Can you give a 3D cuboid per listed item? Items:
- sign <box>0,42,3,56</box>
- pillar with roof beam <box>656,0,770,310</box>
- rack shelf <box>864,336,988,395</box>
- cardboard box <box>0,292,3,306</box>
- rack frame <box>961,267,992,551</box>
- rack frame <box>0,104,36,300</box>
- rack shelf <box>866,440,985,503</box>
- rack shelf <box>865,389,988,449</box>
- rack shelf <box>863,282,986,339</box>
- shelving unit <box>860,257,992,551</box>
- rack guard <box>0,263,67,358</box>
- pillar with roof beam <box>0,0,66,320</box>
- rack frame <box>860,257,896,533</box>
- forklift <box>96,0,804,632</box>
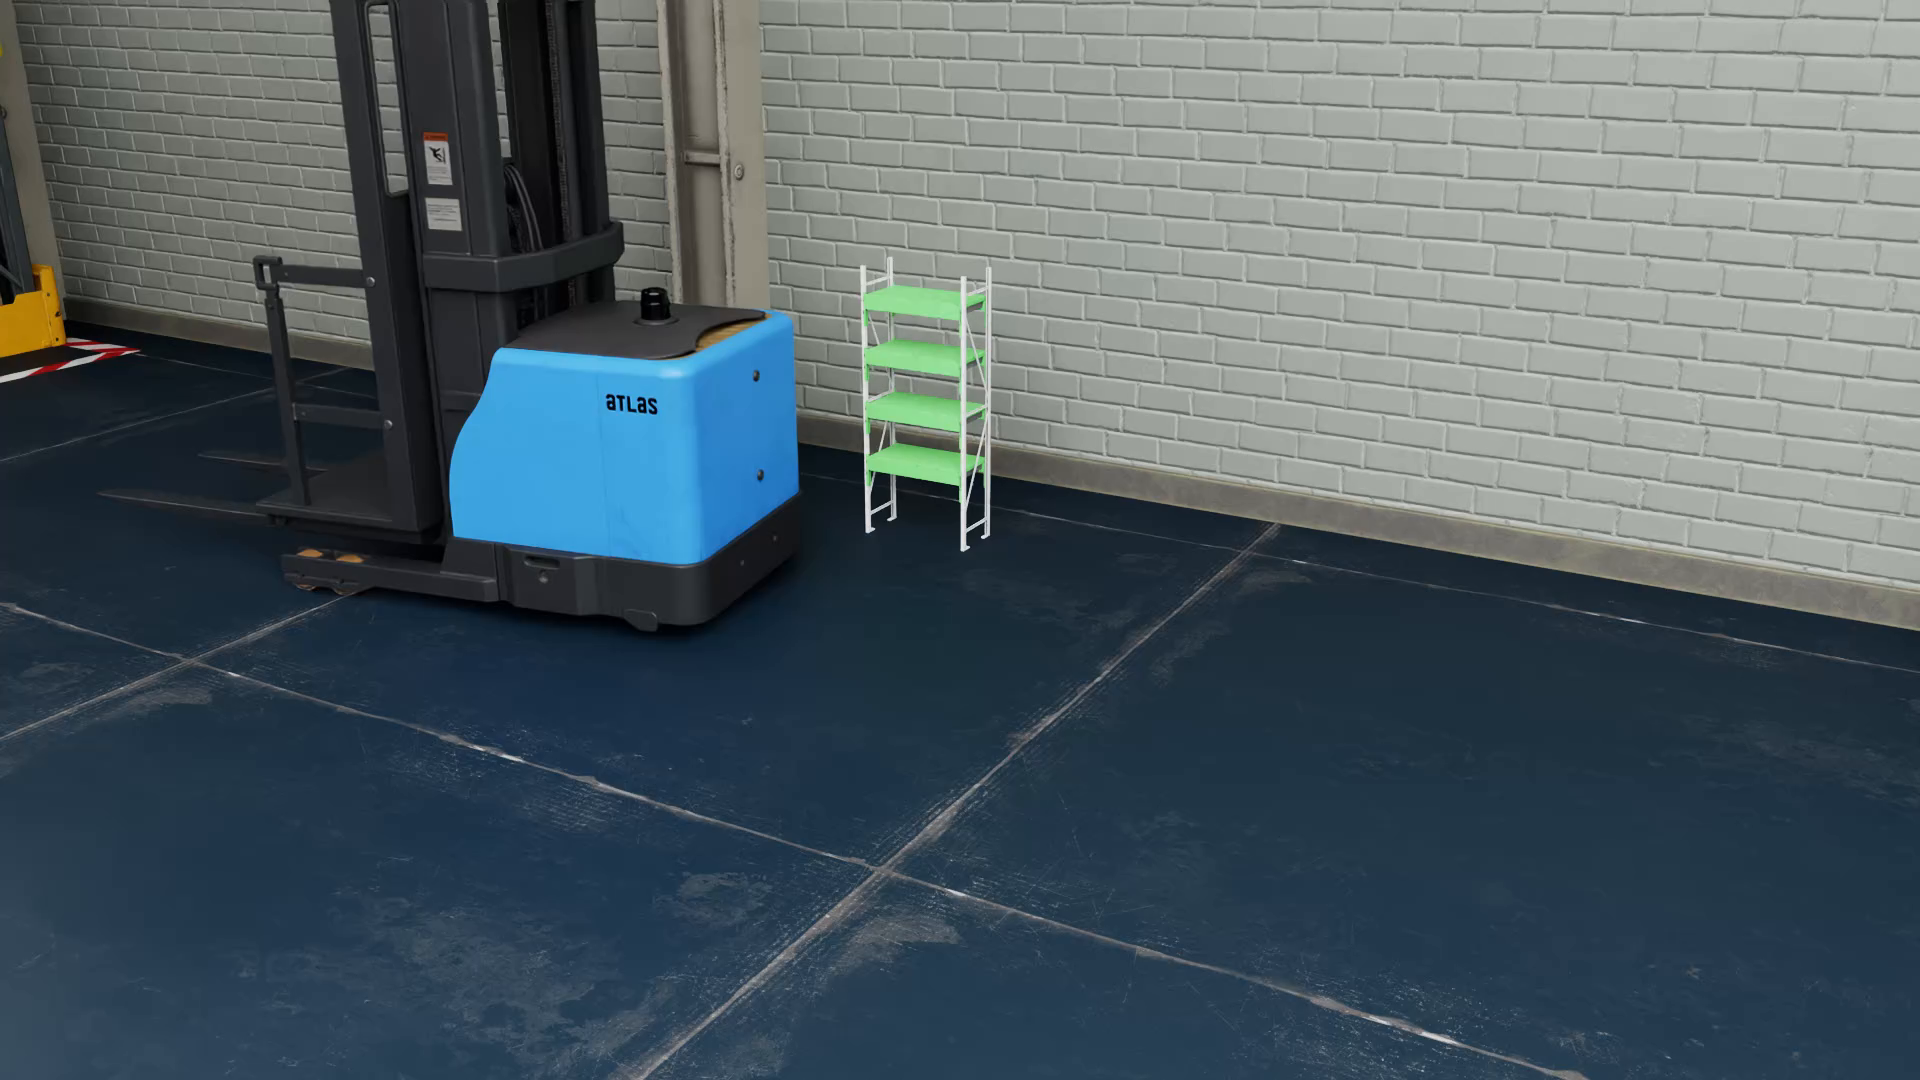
[{"bbox_3d":[-6.025,-3.173,10.329,0.005,0.325,0.100,11,23,27],"label":"sign"},{"bbox_3d":[-3.331,-3.490,3.789,0.400,9.000,9.100,11,23,27],"label":"pillar with roof beam"},{"bbox_3d":[-0.145,-0.757,7.176,0.480,0.148,0.258,11,23,27],"label":"rack shelf"},{"bbox_3d":[-6.635,-1.610,10.820,0.500,0.250,0.500,11,23,28],"label":"cardboard box"},{"bbox_3d":[0.068,-0.551,7.124,0.015,1.200,0.240,11,23,27],"label":"rack frame"},{"bbox_3d":[-6.301,-2.565,10.037,0.127,3.000,1.000,11,23,27],"label":"rack frame"},{"bbox_3d":[-0.145,-0.306,7.340,0.480,0.148,0.258,11,23,27],"label":"rack shelf"},{"bbox_3d":[-0.145,-0.531,7.258,0.480,0.148,0.258,11,23,27],"label":"rack shelf"},{"bbox_3d":[-0.145,-0.983,7.094,0.480,0.148,0.258,11,23,27],"label":"rack shelf"},{"bbox_3d":[-0.145,-0.592,7.236,0.503,1.200,0.258,11,23,27],"label":"shelving unit"},{"bbox_3d":[-6.280,-1.386,10.452,0.348,0.500,1.175,11,23,27],"label":"rack guard"},{"bbox_3d":[-8.569,-4.488,6.540,0.400,9.000,9.100,11,23,27],"label":"pillar with roof beam"},{"bbox_3d":[-0.358,-0.632,7.348,0.015,1.200,0.240,11,23,27],"label":"rack frame"},{"bbox_3d":[-2.240,-1.312,6.685,3.031,2.935,1.130,7,21,18],"label":"forklift"}]
